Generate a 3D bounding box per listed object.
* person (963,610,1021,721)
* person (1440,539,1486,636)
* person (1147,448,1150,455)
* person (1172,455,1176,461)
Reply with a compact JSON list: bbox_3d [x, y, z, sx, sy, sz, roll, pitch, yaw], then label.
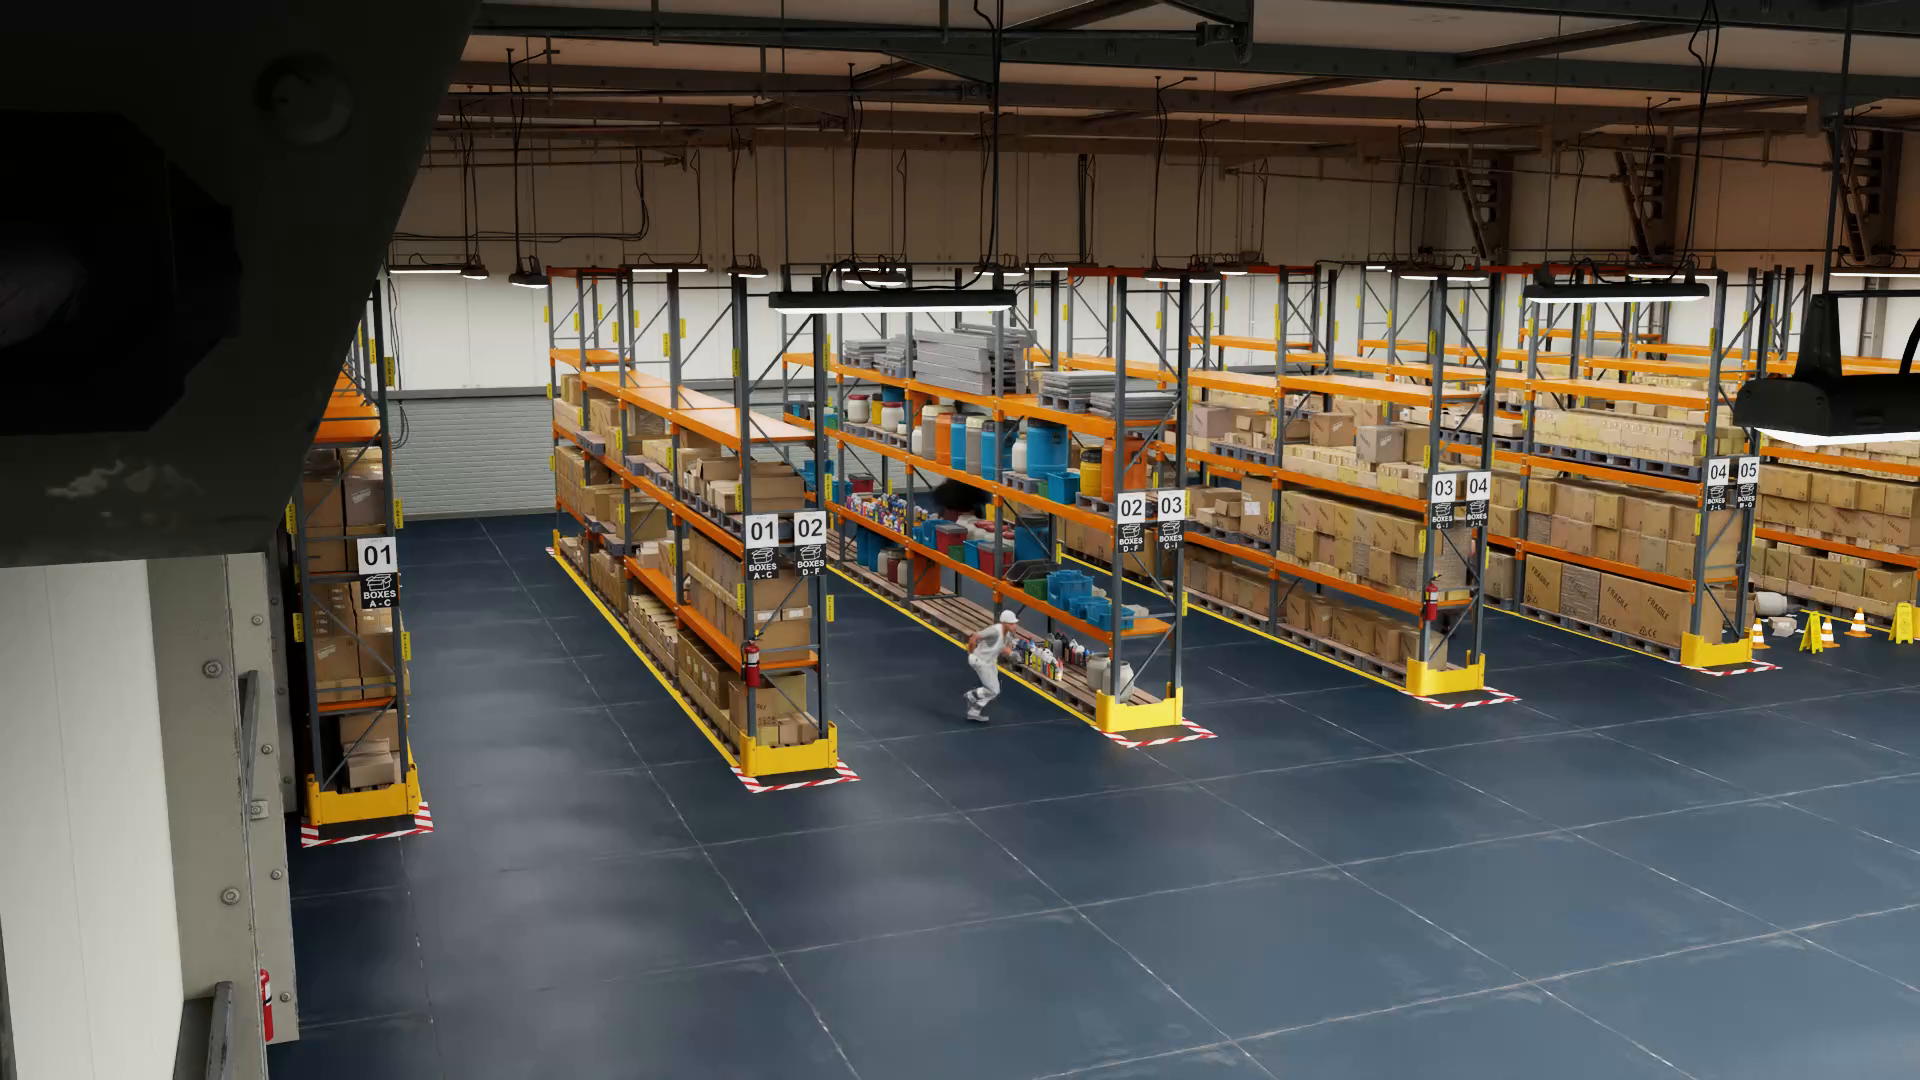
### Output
[{"bbox_3d":[0.406,1.705,22.330,0.827,1.590,0.694,6,12,31],"label":"person"},{"bbox_3d":[8.290,0.791,27.391,0.737,1.646,0.645,9,14,43],"label":"person"},{"bbox_3d":[4.341,-1.338,39.414,0.743,1.766,0.907,1,10,5],"label":"person"},{"bbox_3d":[5.429,-1.628,41.249,0.548,1.659,0.613,-7,12,-36],"label":"person"}]
